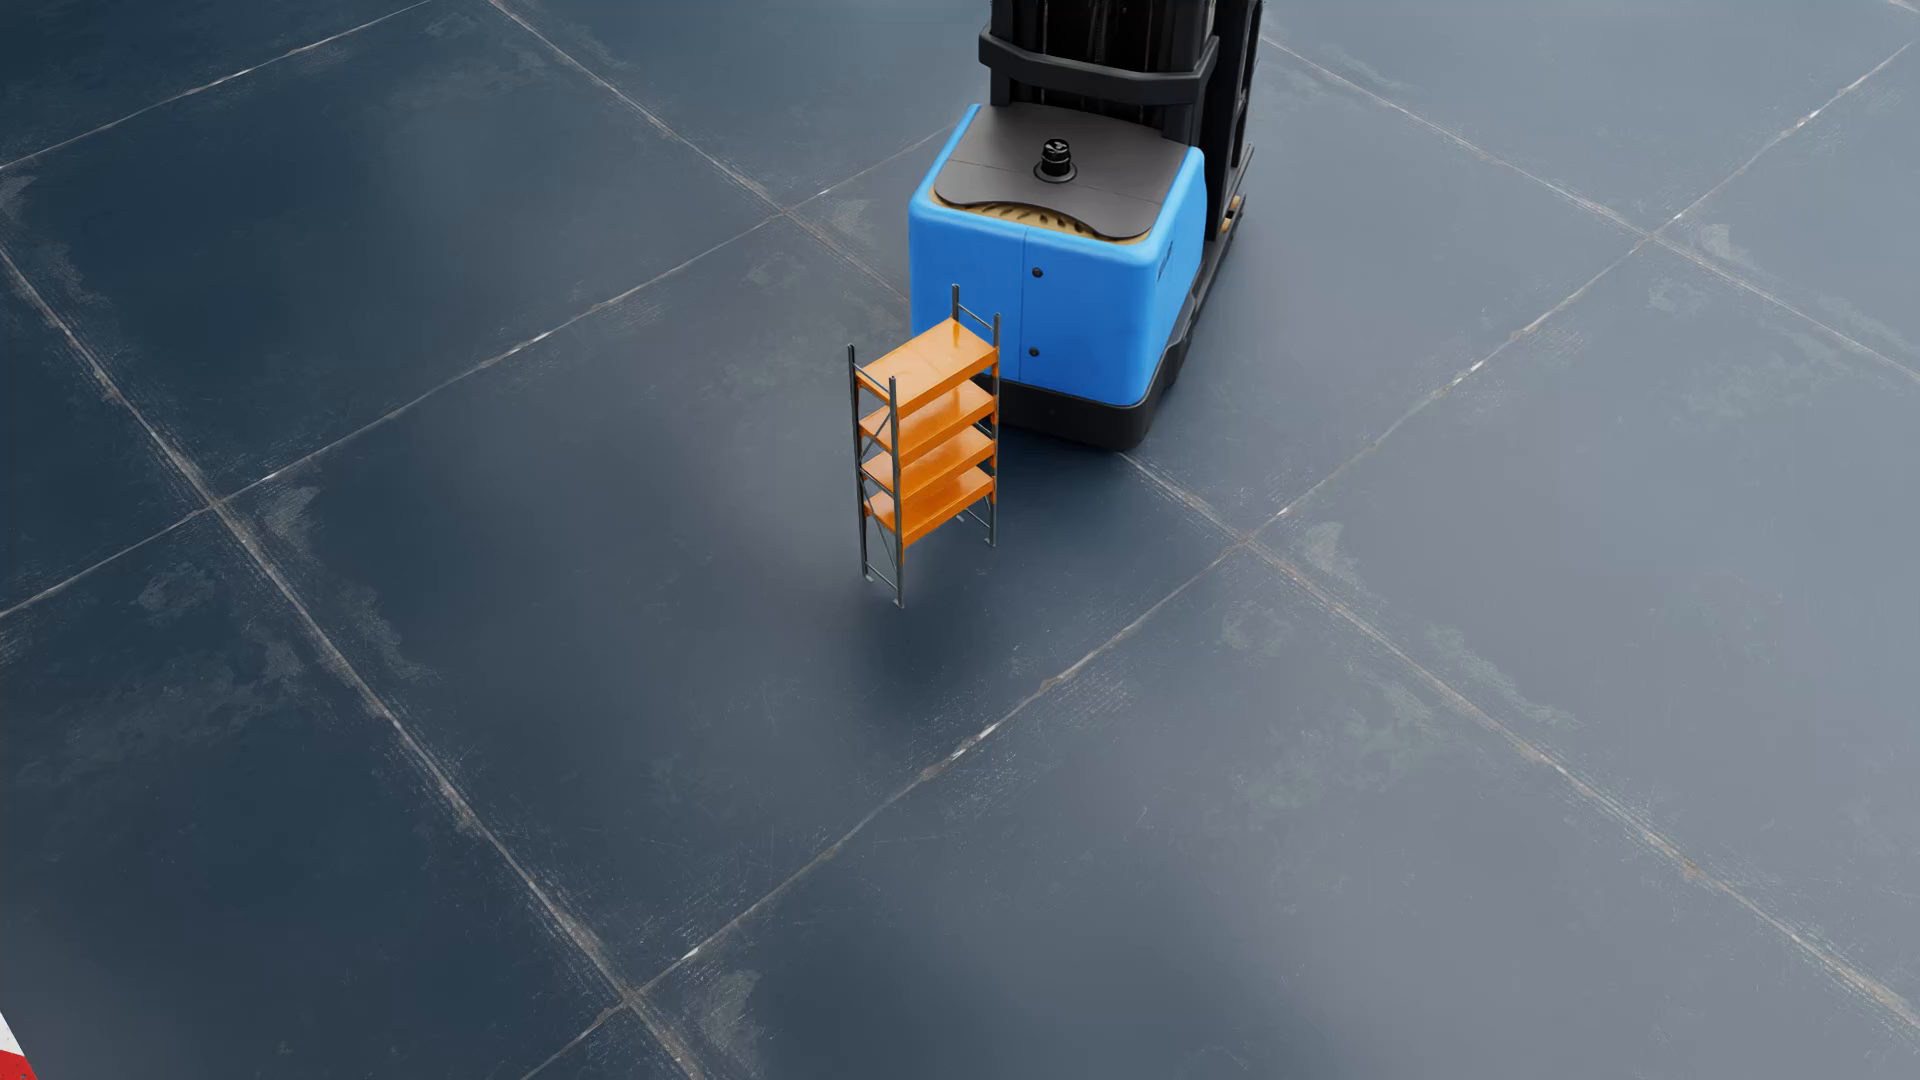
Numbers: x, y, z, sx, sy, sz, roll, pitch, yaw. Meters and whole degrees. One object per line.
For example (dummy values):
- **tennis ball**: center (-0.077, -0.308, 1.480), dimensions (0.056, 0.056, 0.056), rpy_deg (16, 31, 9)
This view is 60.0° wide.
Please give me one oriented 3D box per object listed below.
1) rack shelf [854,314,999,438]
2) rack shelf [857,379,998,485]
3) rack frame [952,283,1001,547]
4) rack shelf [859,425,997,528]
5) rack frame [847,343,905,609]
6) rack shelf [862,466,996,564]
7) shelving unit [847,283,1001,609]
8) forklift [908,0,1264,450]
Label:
- **rack shelf**: center (-0.122, -0.592, 5.945), dimensions (0.480, 0.148, 0.258), rpy_deg (-34, 56, -27)
- **rack shelf**: center (-0.122, -0.431, 6.119), dimensions (0.480, 0.148, 0.258), rpy_deg (-34, 56, -27)
- **rack frame**: center (0.058, -0.446, 6.345), dimensions (0.015, 1.200, 0.240), rpy_deg (-34, 56, -27)
- **rack shelf**: center (-0.122, -0.279, 6.283), dimensions (0.480, 0.148, 0.258), rpy_deg (-34, 56, -27)
- **rack frame**: center (-0.303, -0.204, 6.122), dimensions (0.015, 1.200, 0.240), rpy_deg (-34, 56, -27)
- **rack shelf**: center (-0.122, -0.145, 6.429), dimensions (0.480, 0.148, 0.258), rpy_deg (-34, 56, -27)
- **shelving unit**: center (-0.122, -0.325, 6.234), dimensions (0.503, 1.200, 0.258), rpy_deg (-34, 56, -27)
- **forklift**: center (0.756, -2.478, 7.042), dimensions (1.130, 2.935, 3.031), rpy_deg (15, 49, 13)
